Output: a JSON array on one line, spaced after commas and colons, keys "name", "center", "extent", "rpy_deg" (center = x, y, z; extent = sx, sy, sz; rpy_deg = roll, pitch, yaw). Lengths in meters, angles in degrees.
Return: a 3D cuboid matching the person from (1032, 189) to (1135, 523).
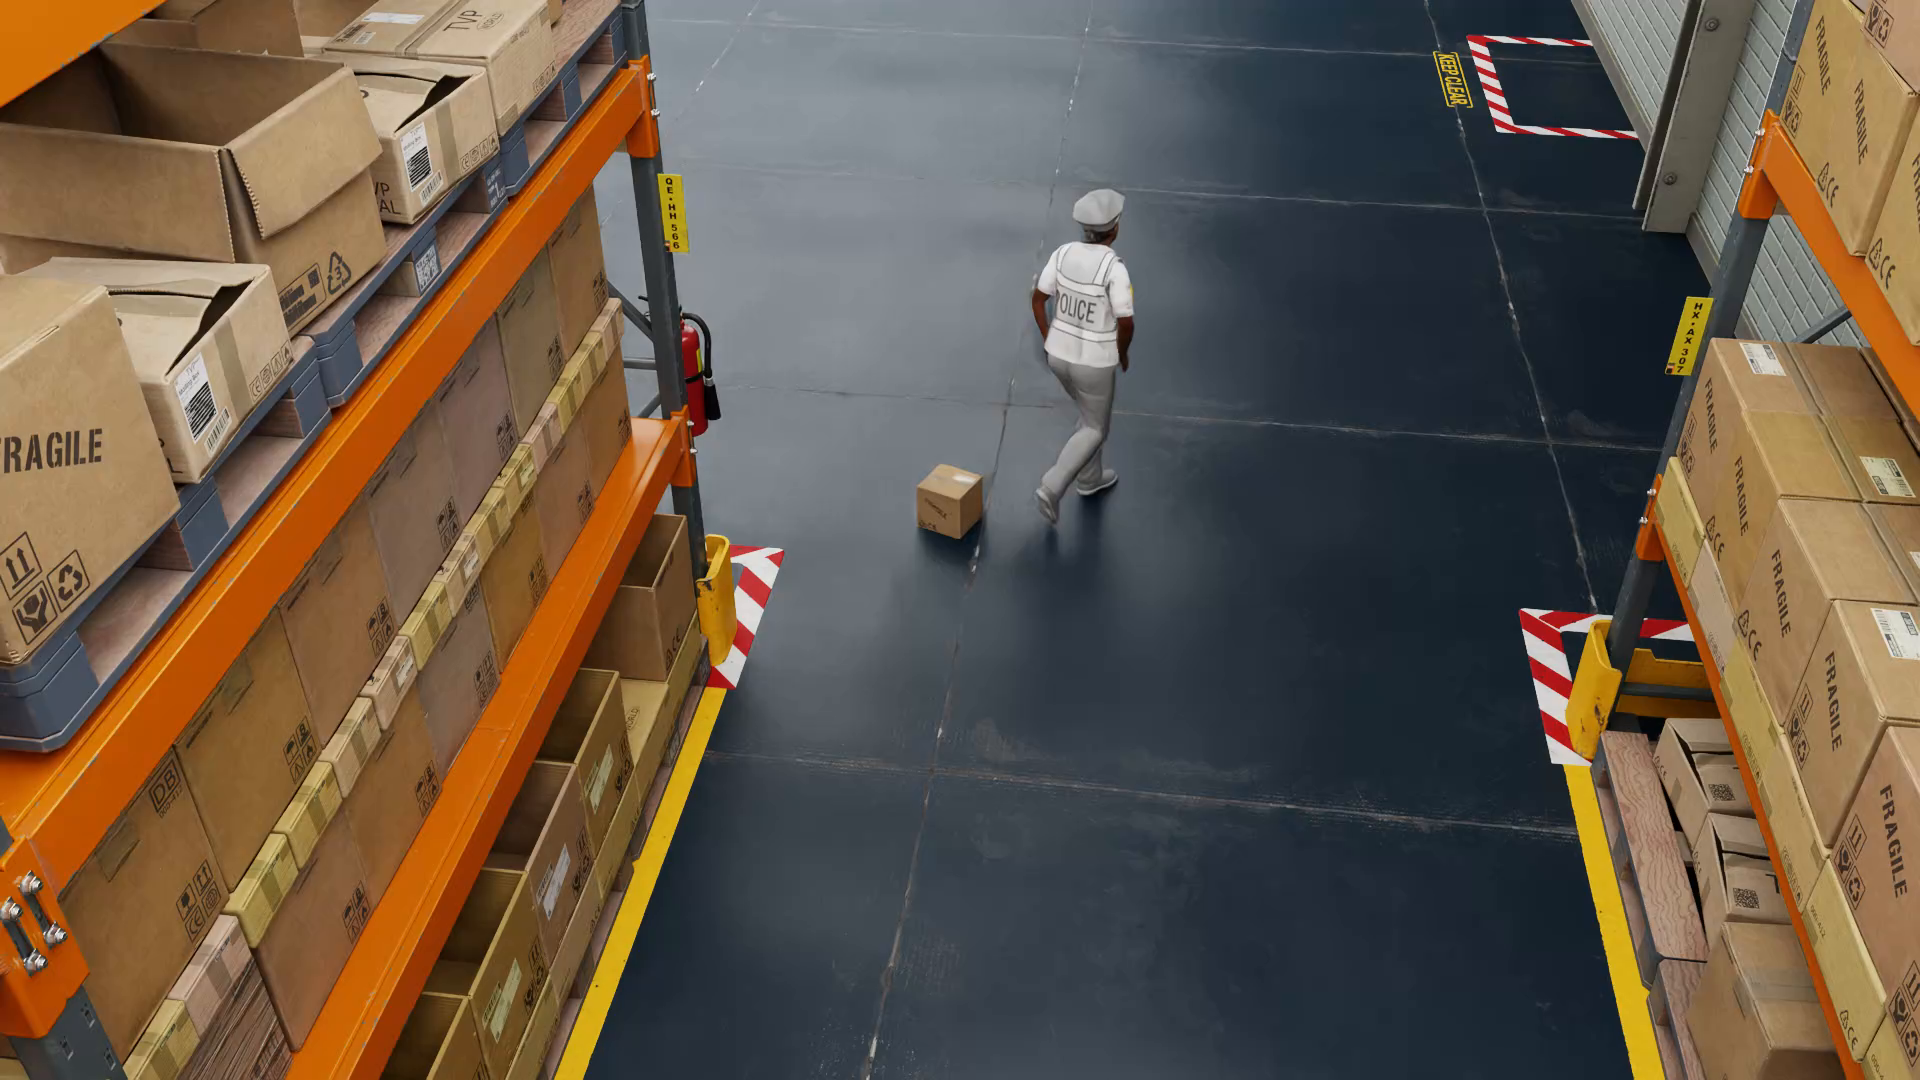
[{"name": "person", "center": [0.541, -0.869, 8.250], "extent": [0.579, 1.644, 0.711], "rpy_deg": [30, 46, 34]}]
